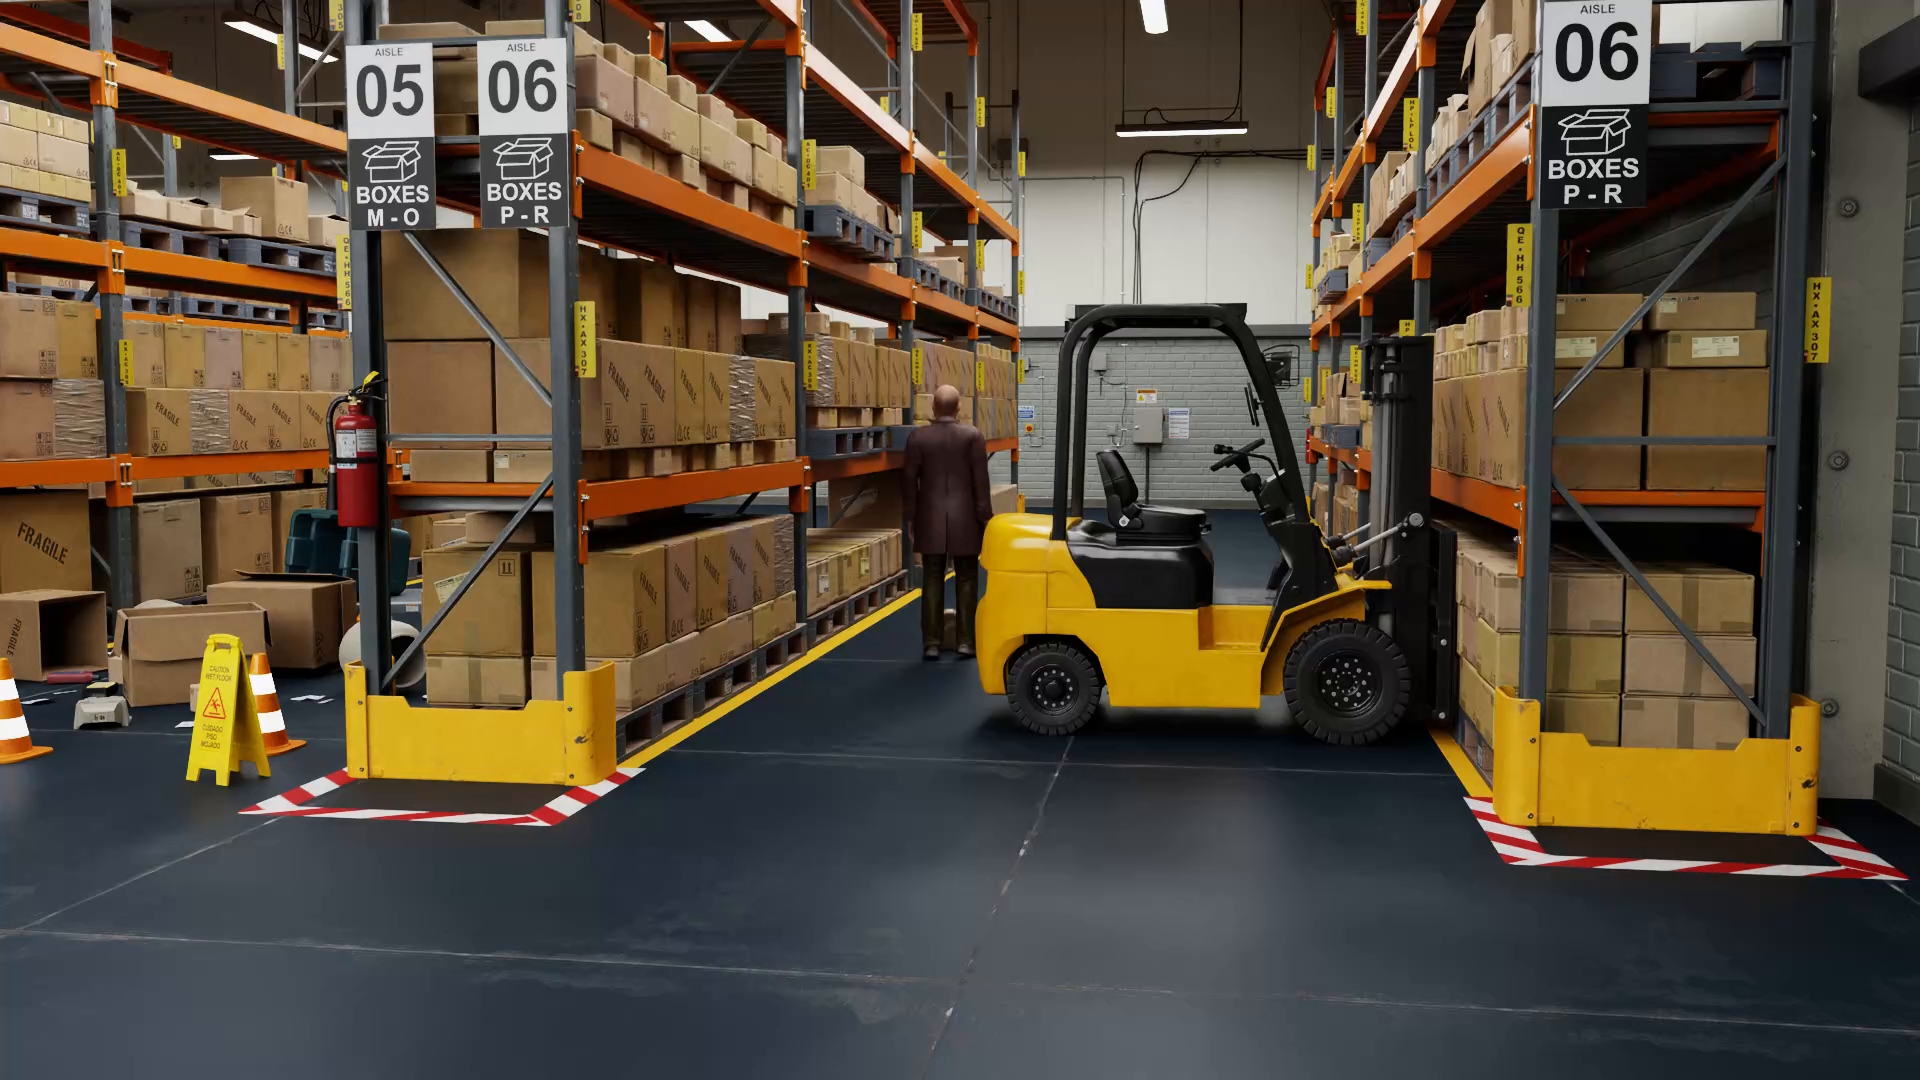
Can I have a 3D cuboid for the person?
[{"bbox_3d":[-0.074,-0.117,11.003,0.602,1.808,0.453,0,4,5],"label":"person"}]
